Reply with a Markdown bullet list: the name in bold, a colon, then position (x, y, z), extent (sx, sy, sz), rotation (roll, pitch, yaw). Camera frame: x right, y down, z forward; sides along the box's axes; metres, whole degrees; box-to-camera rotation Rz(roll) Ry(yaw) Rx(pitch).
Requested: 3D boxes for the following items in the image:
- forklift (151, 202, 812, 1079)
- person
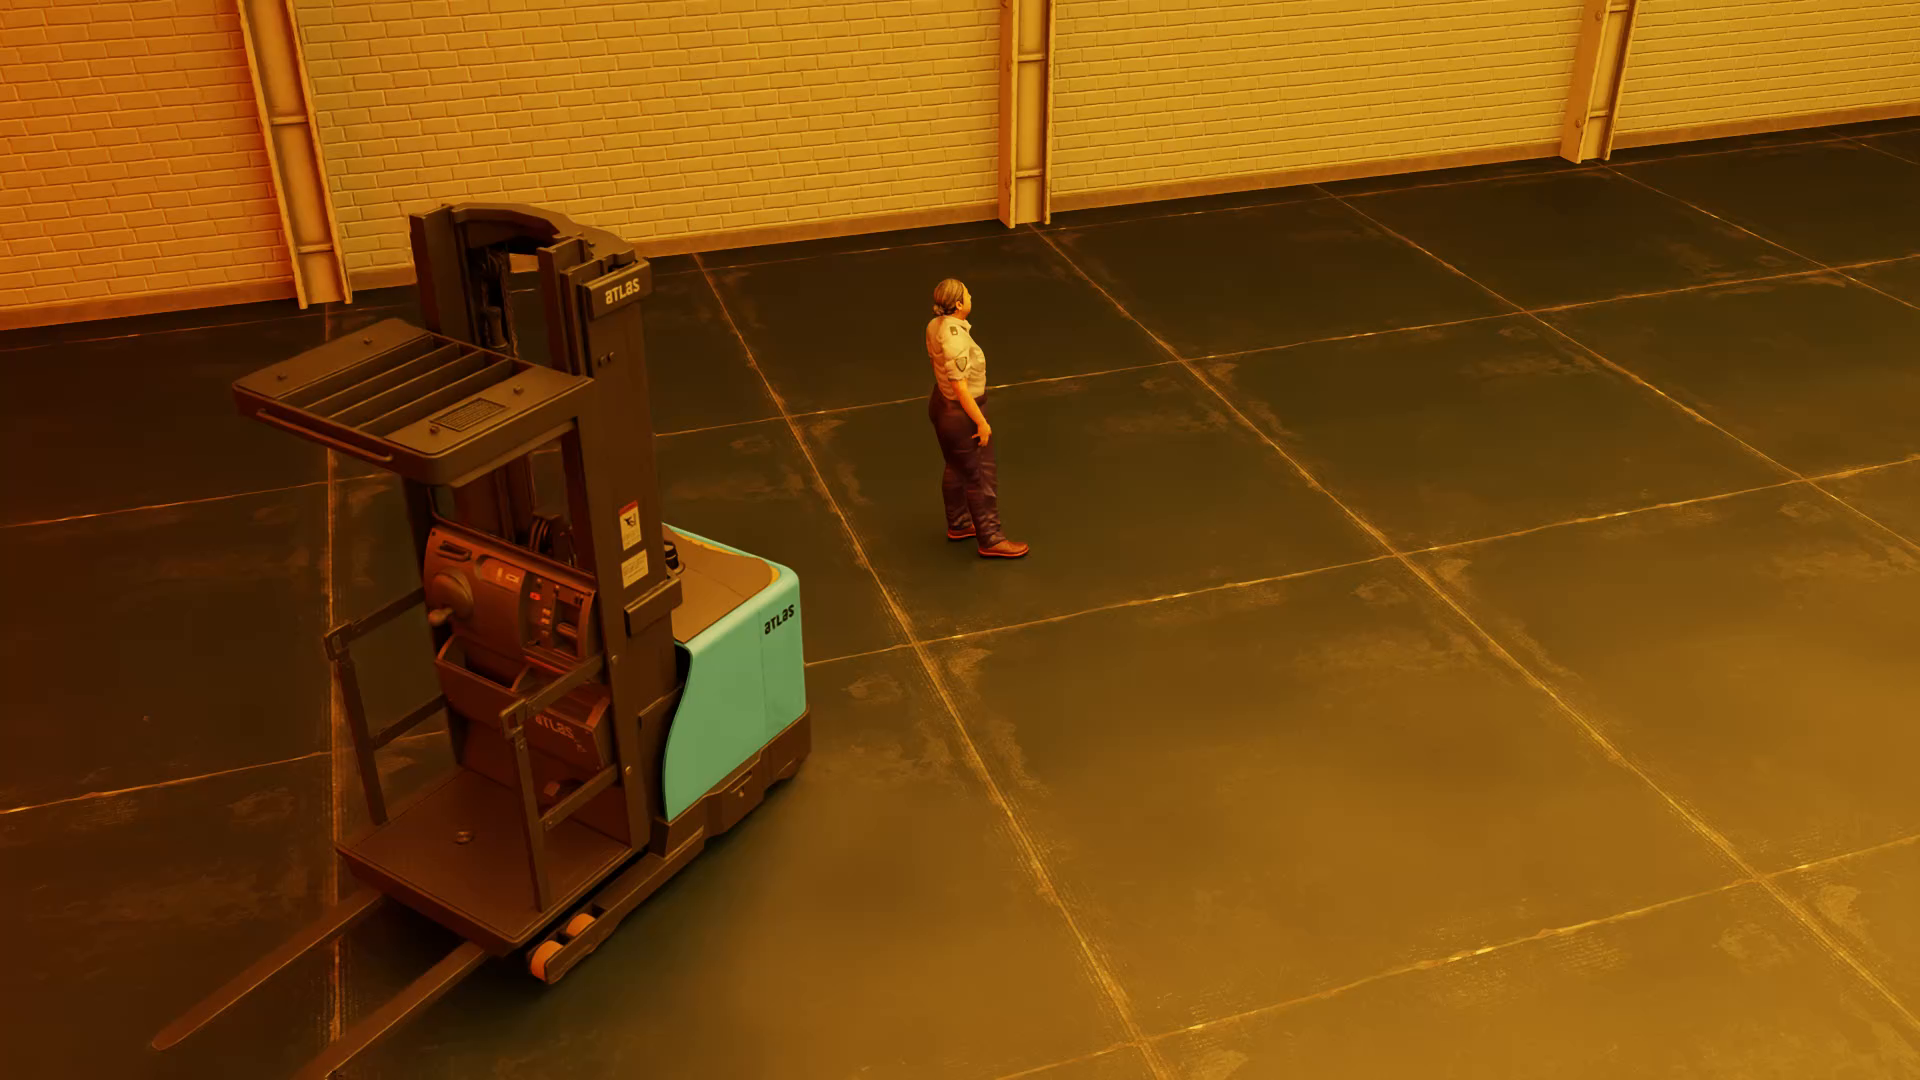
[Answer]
- **forklift**: position (-1.949, 0.284, 6.594), extent (1.130, 2.935, 3.031), rotation (18, 34, 28)
- **person**: position (0.092, -0.725, 9.617), extent (0.503, 1.651, 0.598), rotation (-10, 31, -16)
